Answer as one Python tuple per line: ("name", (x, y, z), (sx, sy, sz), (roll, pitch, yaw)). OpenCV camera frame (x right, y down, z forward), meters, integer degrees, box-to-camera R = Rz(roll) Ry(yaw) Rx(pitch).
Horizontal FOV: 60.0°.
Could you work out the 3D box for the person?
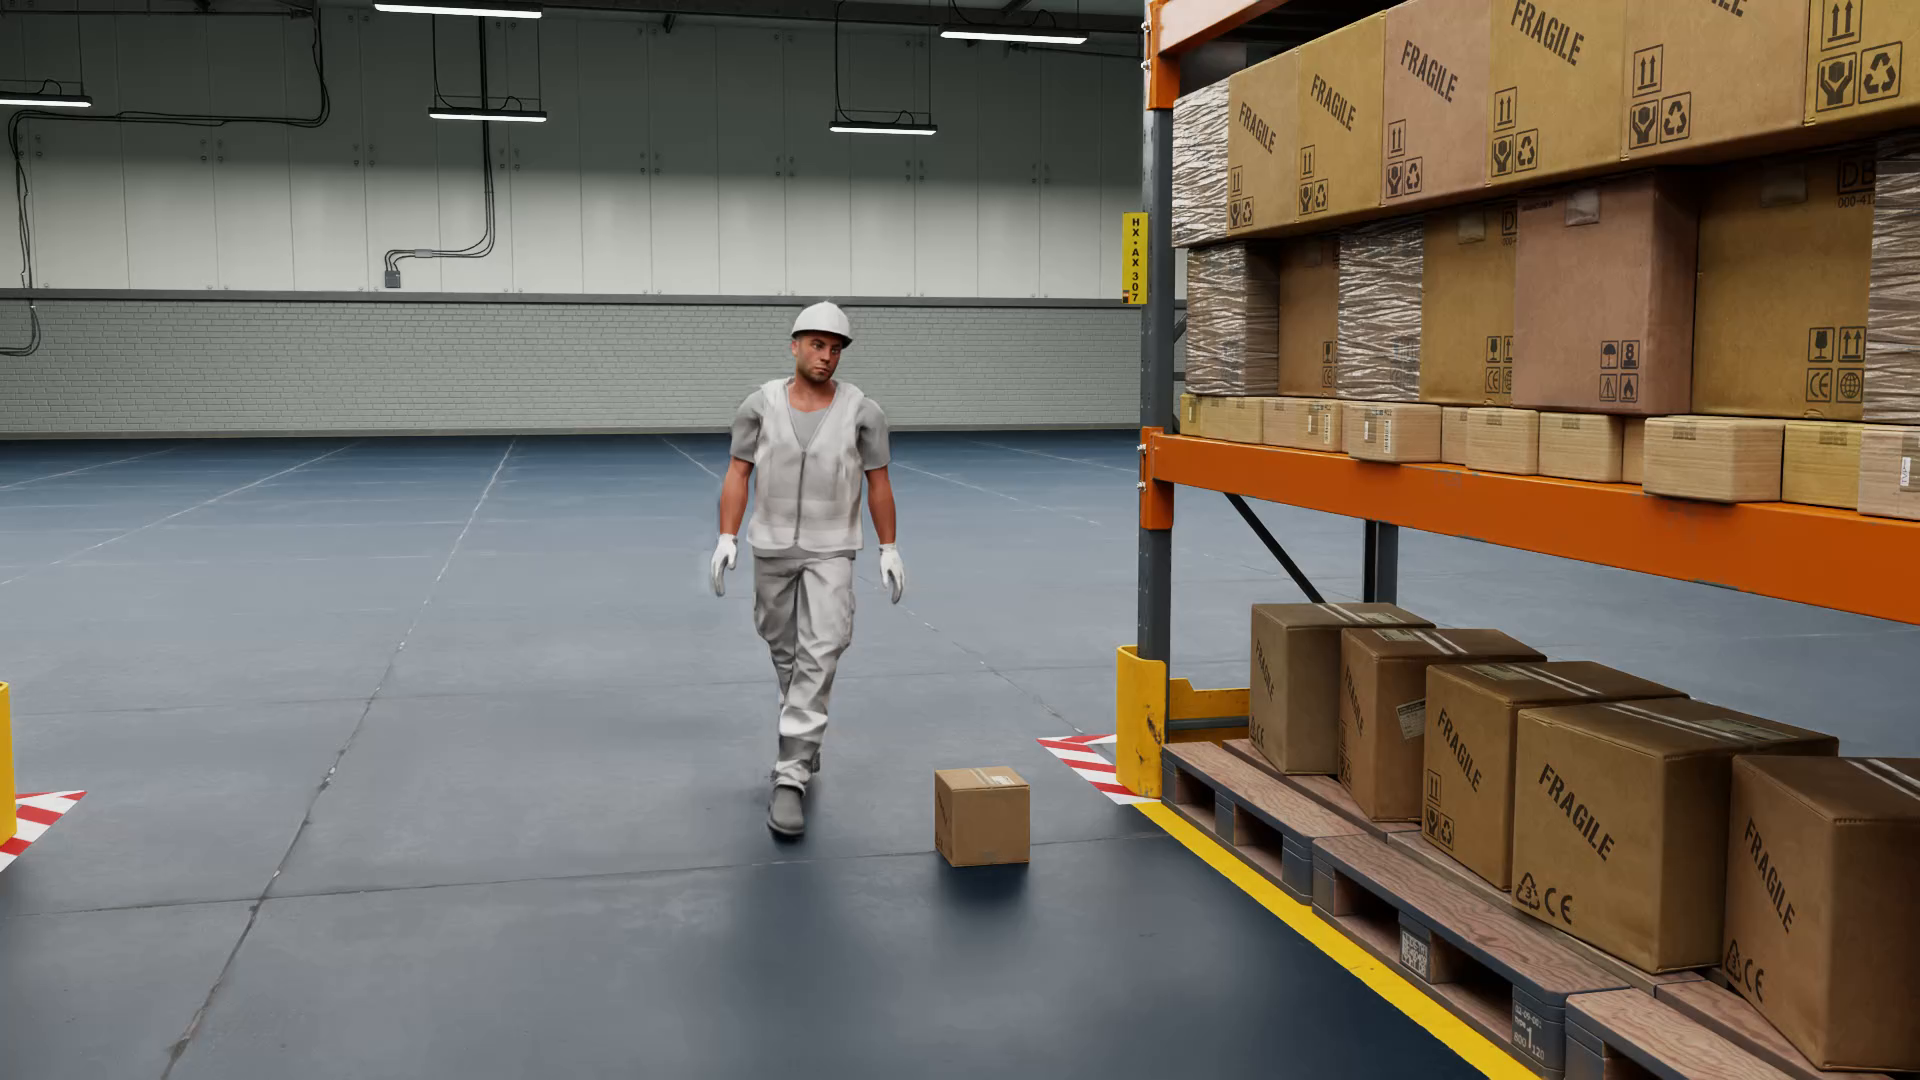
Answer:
("person", (-0.534, 0.057, 5.736), (0.643, 1.750, 0.923), (1, 6, 5))
